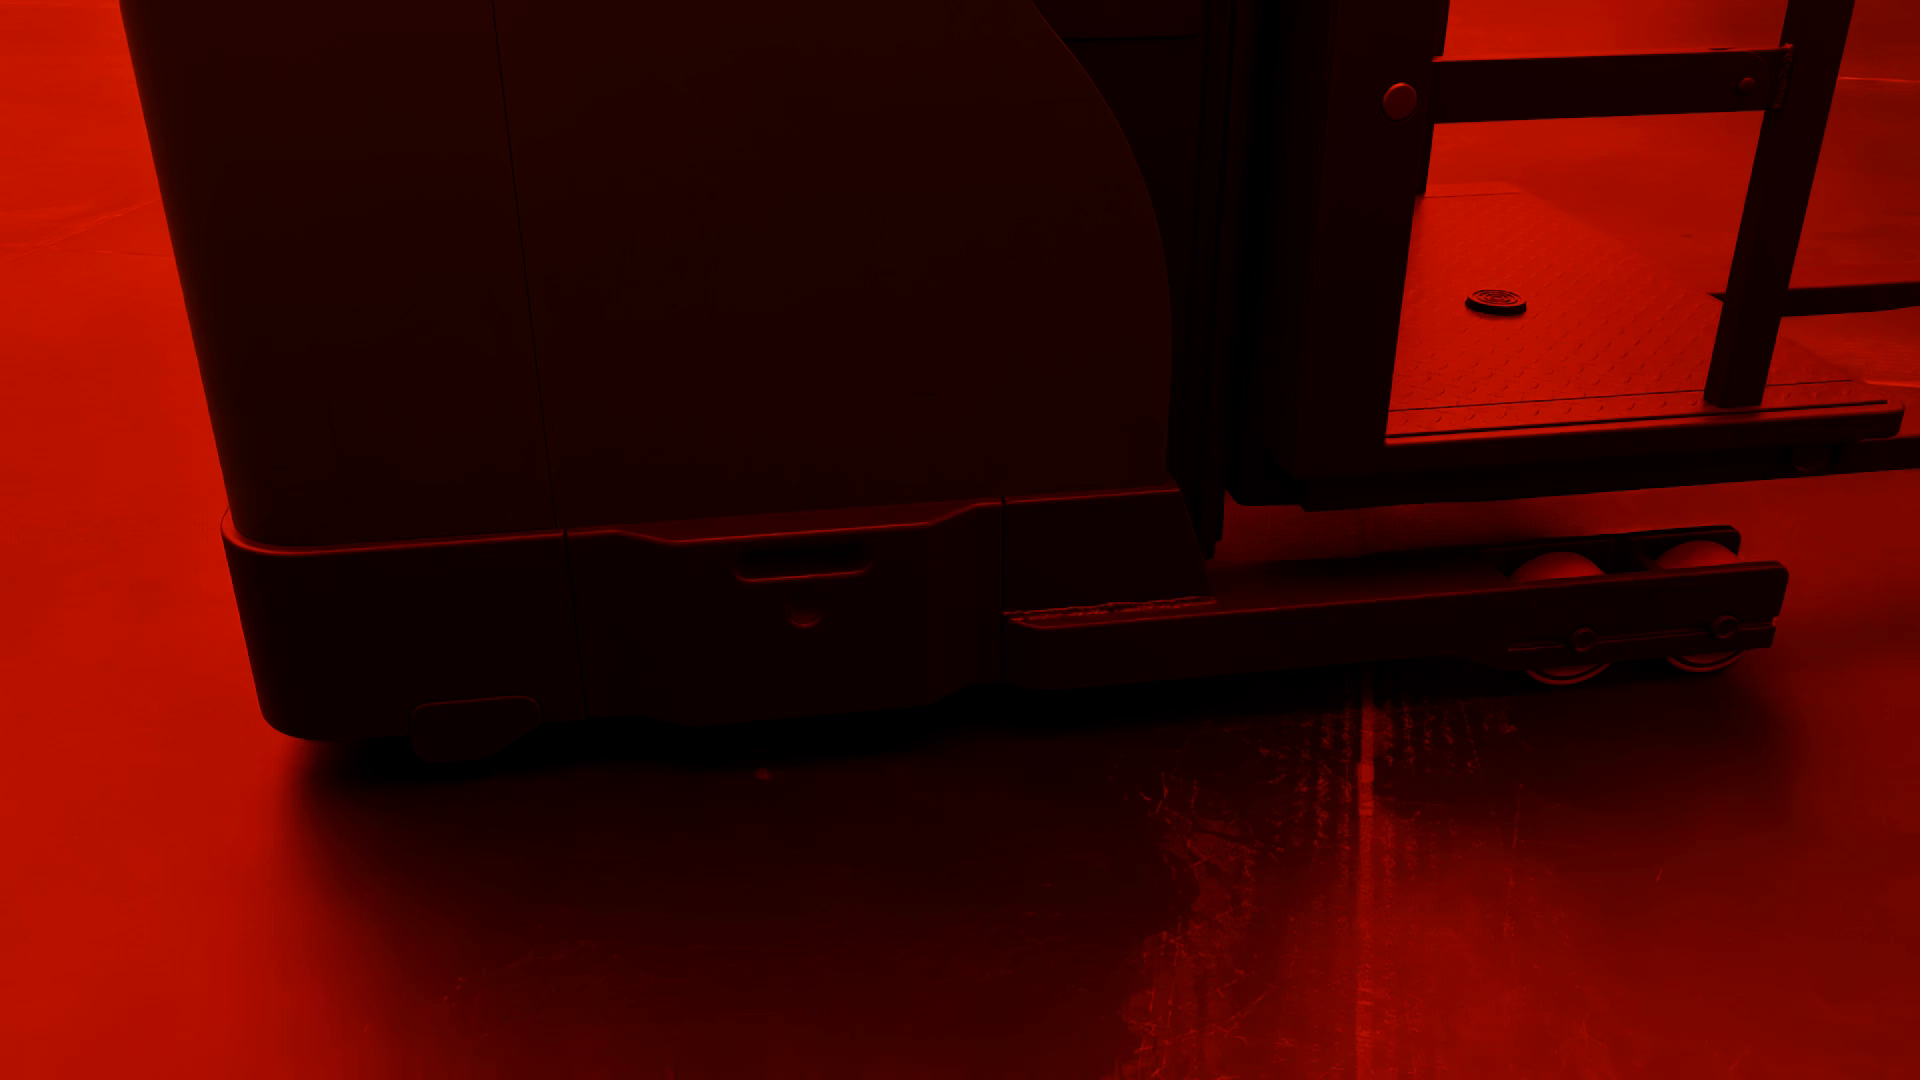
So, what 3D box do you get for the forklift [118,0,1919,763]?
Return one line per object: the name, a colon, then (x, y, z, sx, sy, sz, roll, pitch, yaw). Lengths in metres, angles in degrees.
forklift: (0.600, -1.354, 1.930, 3.031, 2.935, 1.130, -4, 27, -9)
